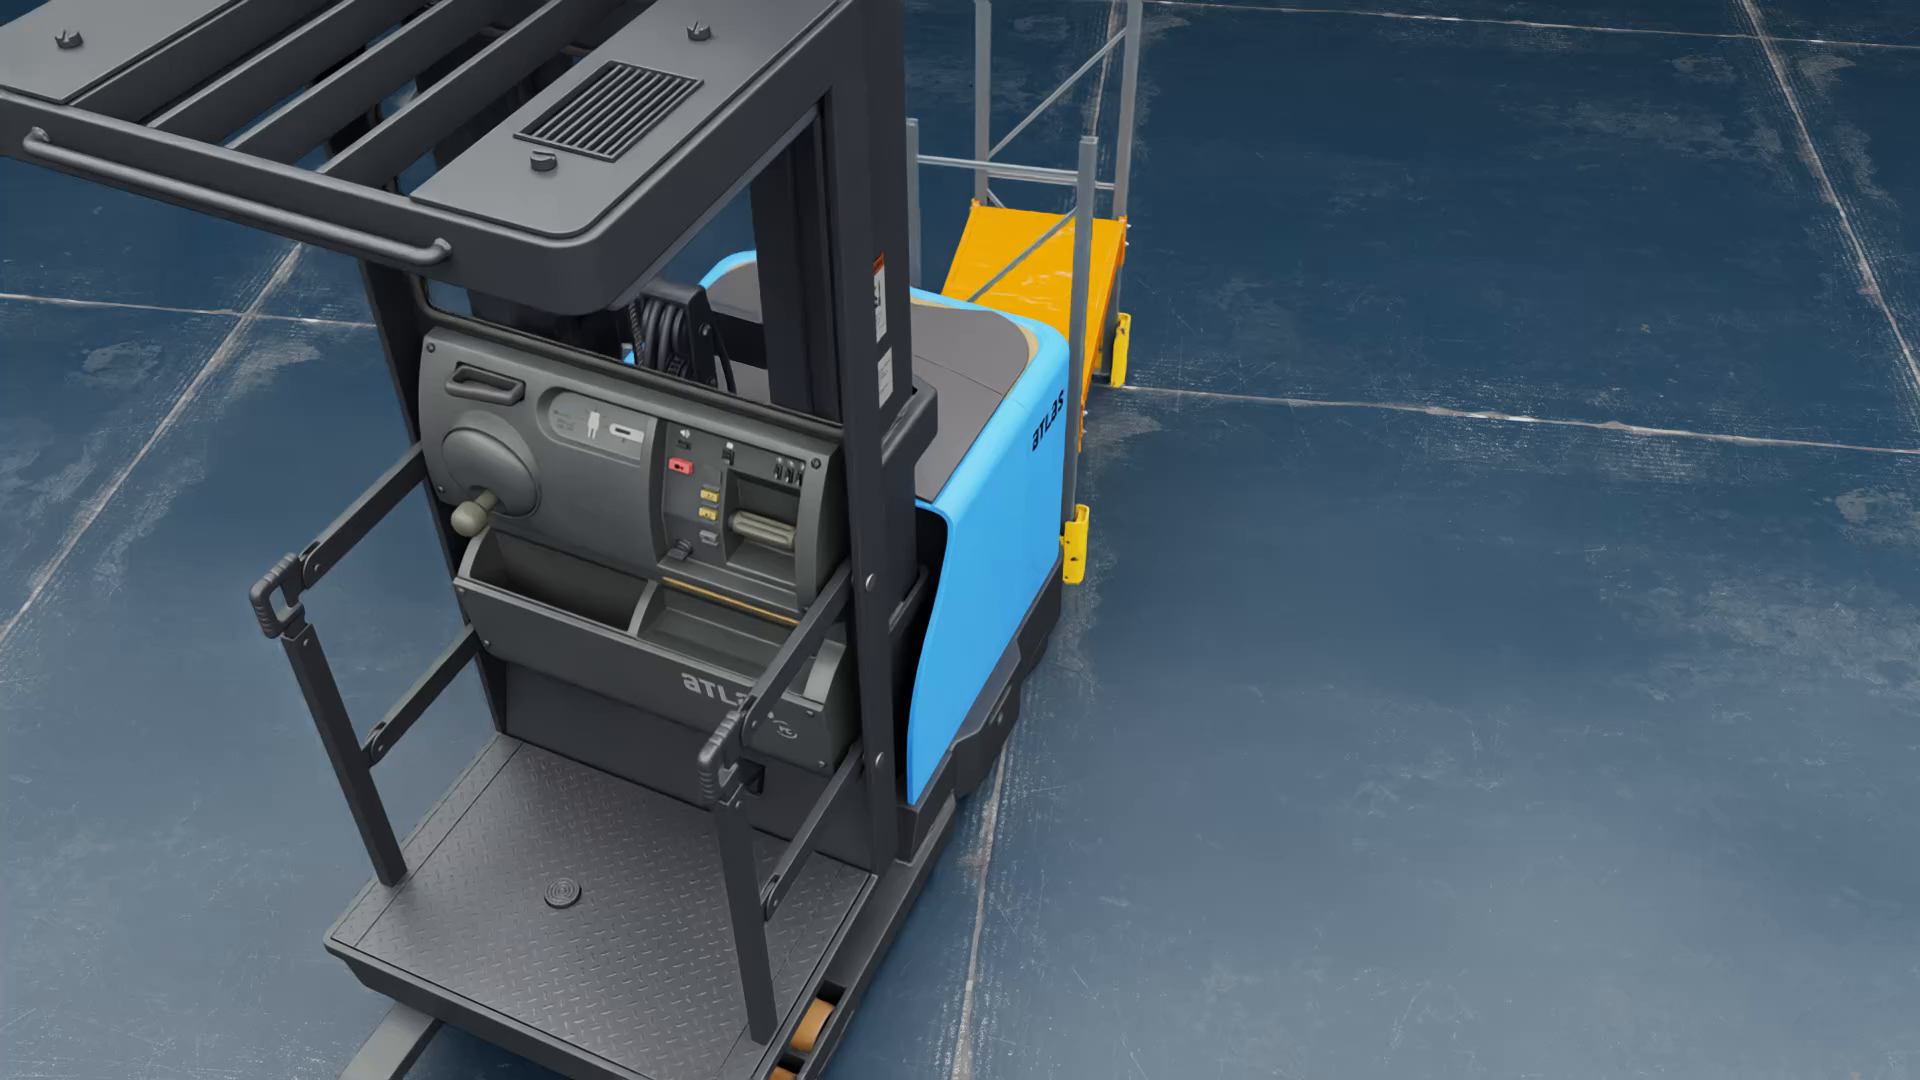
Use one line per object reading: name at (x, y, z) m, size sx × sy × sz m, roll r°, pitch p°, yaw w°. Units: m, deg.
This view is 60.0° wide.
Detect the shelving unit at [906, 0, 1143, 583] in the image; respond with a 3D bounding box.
shelving unit at (0.193, -0.813, 5.018) m, size 0.587 × 1.500 × 1.083 m, roll 8°, pitch 44°, yaw 8°

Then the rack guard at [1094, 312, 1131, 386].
rack guard at (0.291, -0.695, 5.803) m, size 0.587 × 0.250 × 0.087 m, roll 8°, pitch 44°, yaw 8°

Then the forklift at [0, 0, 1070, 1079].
forklift at (-0.766, -0.042, 3.162) m, size 1.130 × 2.935 × 3.031 m, roll 17°, pitch 46°, yaw 17°

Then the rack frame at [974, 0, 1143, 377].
rack frame at (0.295, -1.162, 5.387) m, size 0.500 × 1.500 × 0.032 m, roll 8°, pitch 44°, yaw 8°

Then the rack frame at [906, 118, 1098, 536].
rack frame at (0.095, -0.477, 4.663) m, size 0.500 × 1.500 × 0.032 m, roll 8°, pitch 44°, yaw 8°

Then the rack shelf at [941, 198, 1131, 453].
rack shelf at (0.195, -0.689, 5.148) m, size 0.538 × 0.185 × 1.000 m, roll 8°, pitch 44°, yaw 8°

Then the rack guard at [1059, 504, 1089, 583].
rack guard at (0.095, -0.024, 5.093) m, size 0.587 × 0.250 × 0.087 m, roll 8°, pitch 44°, yaw 8°
